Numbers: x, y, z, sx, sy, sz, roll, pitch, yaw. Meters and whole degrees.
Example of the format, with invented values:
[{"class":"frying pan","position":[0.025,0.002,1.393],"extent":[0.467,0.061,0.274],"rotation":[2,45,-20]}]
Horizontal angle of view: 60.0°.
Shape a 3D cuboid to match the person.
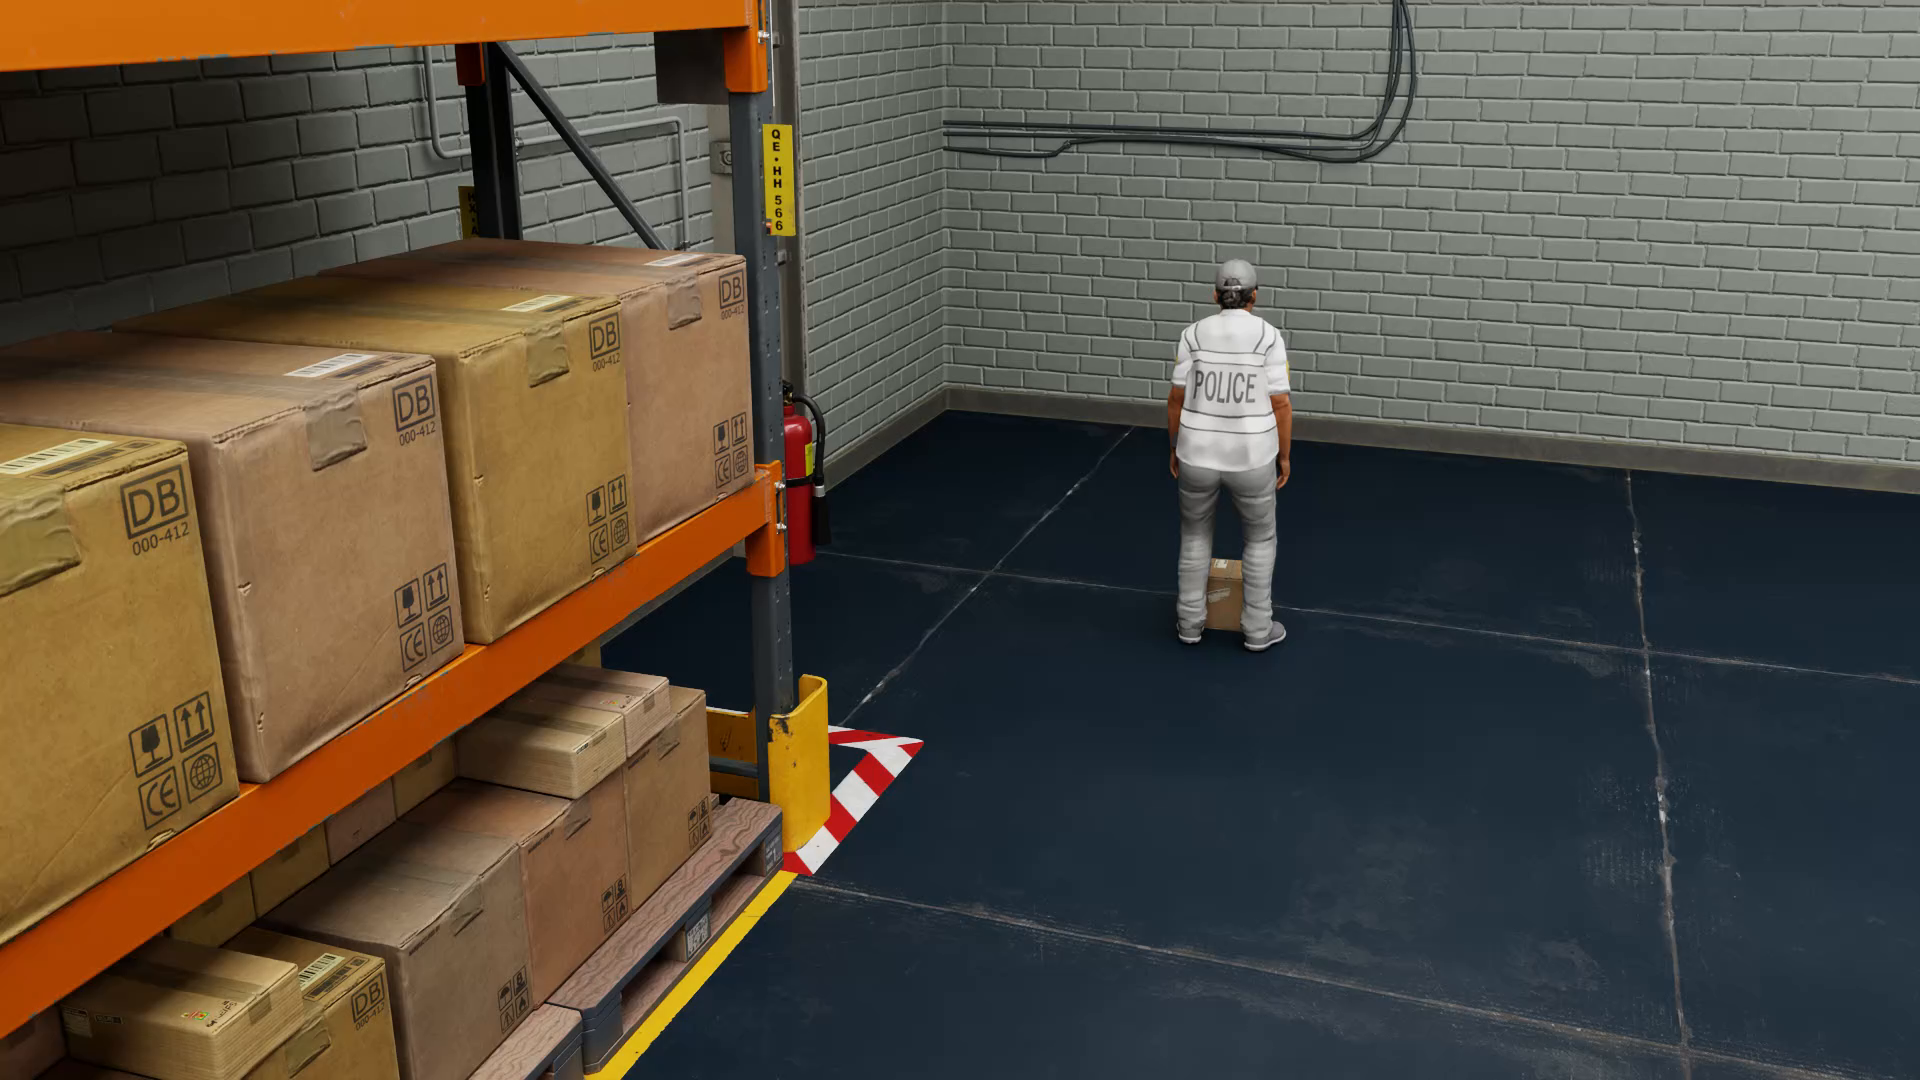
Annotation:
[{"class":"person","position":[1.156,-0.355,7.096],"extent":[0.543,1.666,0.471],"rotation":[6,20,18]}]
